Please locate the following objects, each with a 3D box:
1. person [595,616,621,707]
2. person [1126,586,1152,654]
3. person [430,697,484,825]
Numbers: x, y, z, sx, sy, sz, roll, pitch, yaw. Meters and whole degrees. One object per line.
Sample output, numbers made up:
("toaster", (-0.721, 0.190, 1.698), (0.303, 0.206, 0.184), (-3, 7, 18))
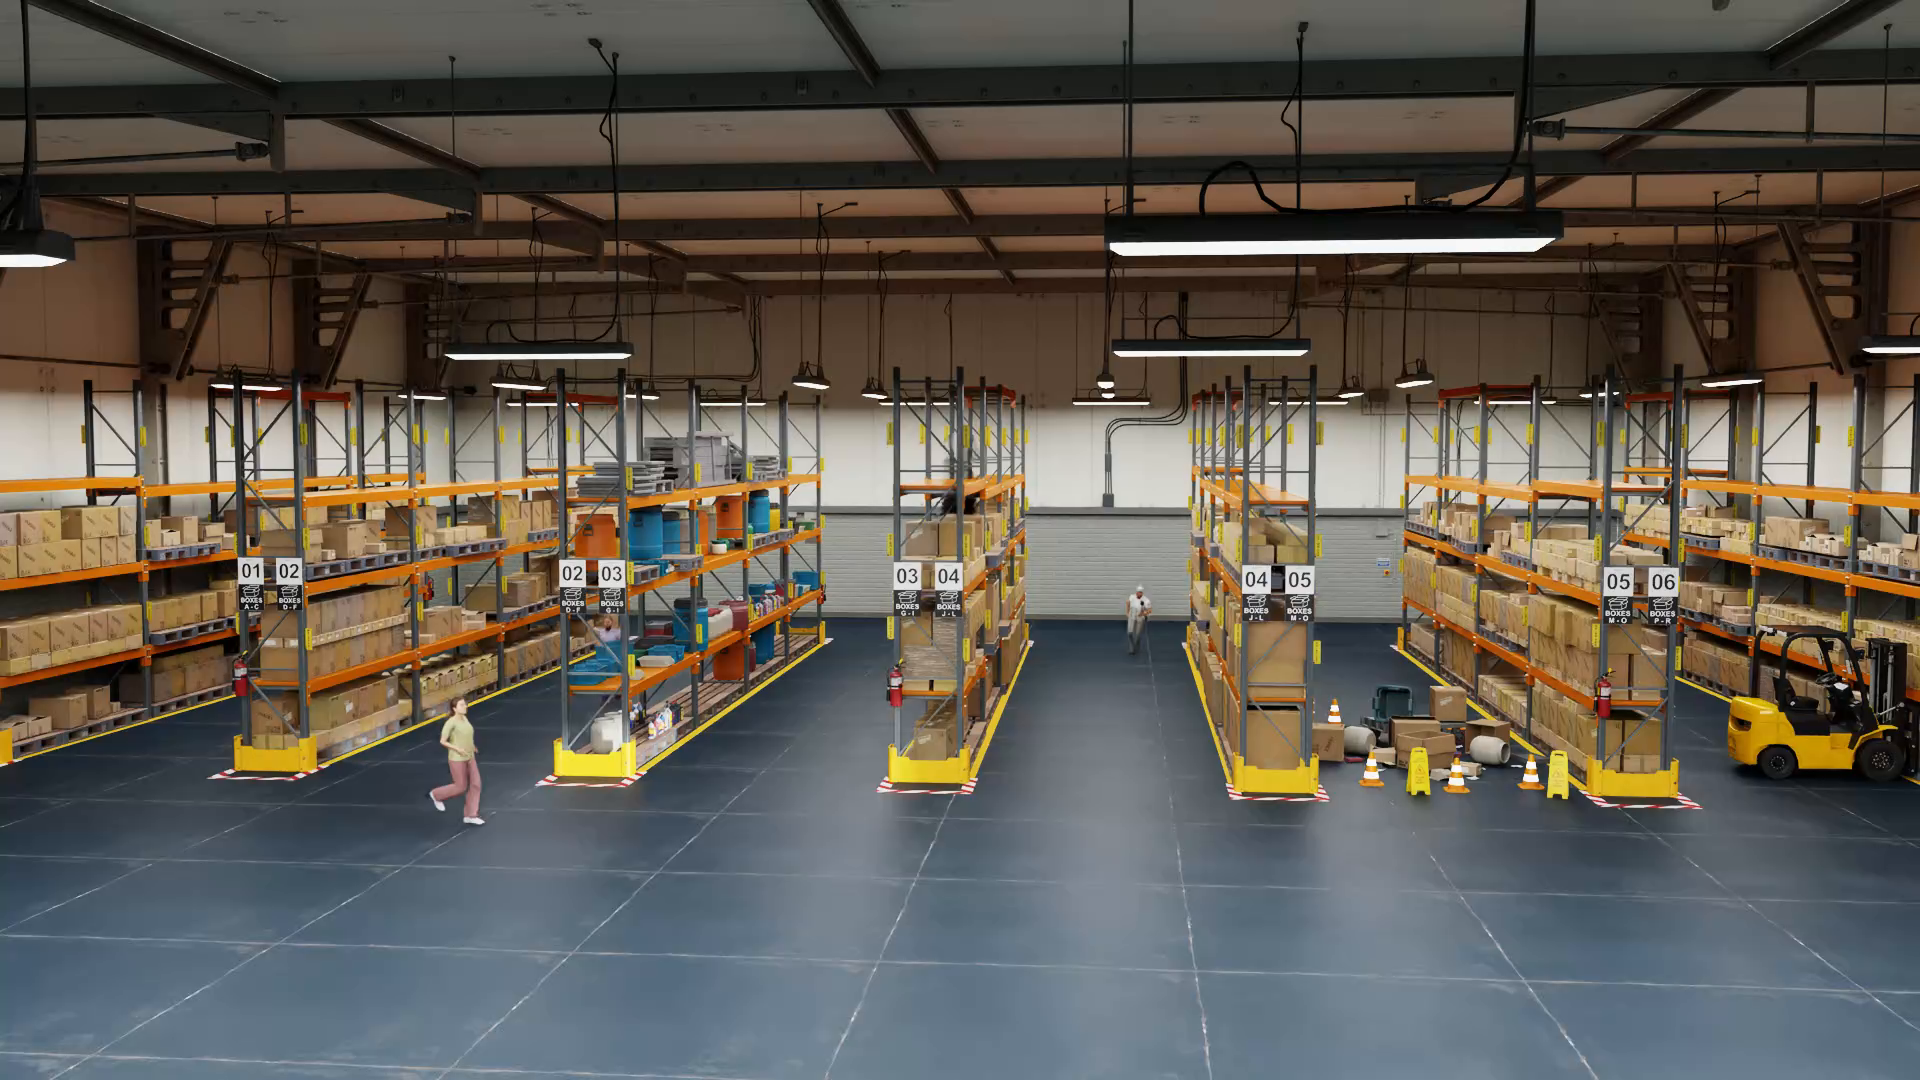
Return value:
("person", (-6.556, 2.244, 31.105), (0.617, 1.649, 0.837), (0, 4, 3))
("person", (4.142, 1.851, 38.474), (0.610, 1.611, 0.784), (1, 4, 13))
("person", (-6.500, 2.847, 21.556), (0.805, 1.650, 0.580), (1, 4, 22))
